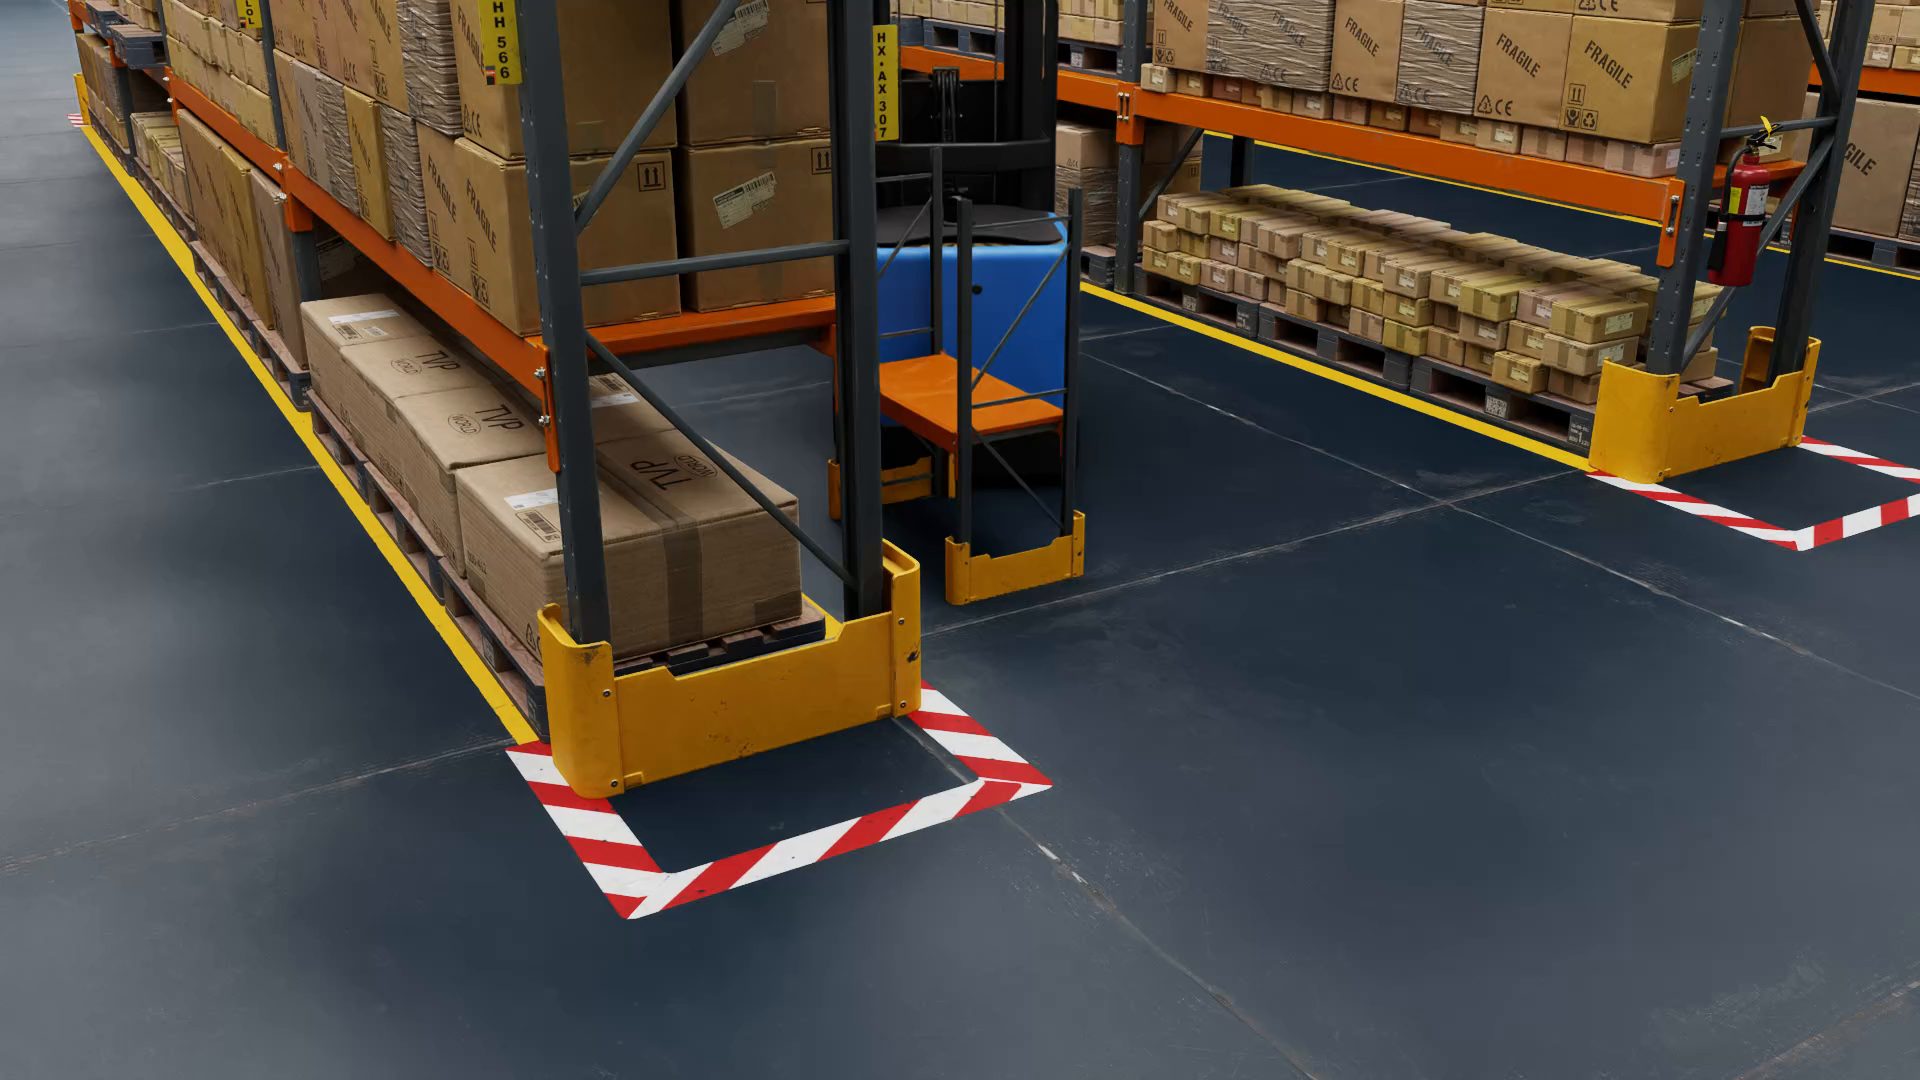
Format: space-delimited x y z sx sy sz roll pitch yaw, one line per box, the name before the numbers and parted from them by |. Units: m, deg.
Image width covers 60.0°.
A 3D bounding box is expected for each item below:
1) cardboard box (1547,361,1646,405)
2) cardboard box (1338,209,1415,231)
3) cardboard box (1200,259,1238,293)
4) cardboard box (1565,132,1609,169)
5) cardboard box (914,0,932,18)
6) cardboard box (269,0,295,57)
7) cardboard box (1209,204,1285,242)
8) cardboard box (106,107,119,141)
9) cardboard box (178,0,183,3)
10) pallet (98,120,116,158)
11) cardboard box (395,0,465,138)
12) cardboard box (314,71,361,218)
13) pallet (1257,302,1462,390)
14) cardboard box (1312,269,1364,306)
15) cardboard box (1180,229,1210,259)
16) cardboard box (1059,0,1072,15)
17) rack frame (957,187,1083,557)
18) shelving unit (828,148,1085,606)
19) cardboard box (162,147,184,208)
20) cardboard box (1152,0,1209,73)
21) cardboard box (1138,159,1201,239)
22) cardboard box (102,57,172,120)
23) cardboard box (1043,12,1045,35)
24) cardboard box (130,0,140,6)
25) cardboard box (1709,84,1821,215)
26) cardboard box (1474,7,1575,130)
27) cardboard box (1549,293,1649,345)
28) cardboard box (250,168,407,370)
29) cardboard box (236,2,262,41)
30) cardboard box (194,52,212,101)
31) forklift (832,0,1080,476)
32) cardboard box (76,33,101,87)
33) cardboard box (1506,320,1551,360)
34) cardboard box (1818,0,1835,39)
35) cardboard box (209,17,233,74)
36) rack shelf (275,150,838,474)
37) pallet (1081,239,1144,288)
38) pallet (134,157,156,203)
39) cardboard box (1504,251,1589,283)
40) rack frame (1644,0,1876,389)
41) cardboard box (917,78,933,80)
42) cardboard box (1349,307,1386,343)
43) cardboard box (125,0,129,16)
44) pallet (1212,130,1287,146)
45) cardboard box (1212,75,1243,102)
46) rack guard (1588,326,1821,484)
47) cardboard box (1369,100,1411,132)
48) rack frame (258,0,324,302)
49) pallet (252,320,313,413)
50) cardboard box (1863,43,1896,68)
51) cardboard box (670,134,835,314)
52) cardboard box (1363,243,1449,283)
cardboard box | 3.050 -0.777 7.967 0.380 0.149 0.250 -12 25 -27
cardboard box | 2.441 -1.829 9.765 0.380 0.149 0.250 -14 26 -31
cardboard box | 1.672 -1.605 10.005 0.380 0.149 0.250 -13 25 -28
cardboard box | 2.994 -1.795 7.578 0.380 0.149 0.250 -13 25 -28
cardboard box | -0.119 -3.996 12.434 0.380 0.149 0.250 -11 25 -26
cardboard box | -2.714 -2.392 7.251 0.500 0.500 0.500 -12 25 -28
cardboard box | 1.714 -1.893 9.923 0.380 0.149 0.250 -13 25 -29
cardboard box | -7.649 -3.903 15.525 0.500 0.250 0.500 -13 26 -30
cardboard box | -4.489 -3.522 10.032 0.500 0.500 0.500 -12 25 -28
pallet | -7.836 -3.987 16.339 1.003 0.211 1.213 -13 25 -28
cardboard box | -1.449 -1.571 5.233 0.500 0.500 0.500 -13 25 -28
cardboard box | -2.233 -1.601 6.634 0.500 0.500 0.500 -12 25 -28
pallet | 2.455 -1.170 9.409 1.003 0.211 1.213 -13 25 -28
cardboard box | 2.161 -1.404 9.115 0.380 0.149 0.250 -12 25 -28
cardboard box | 1.571 -1.836 10.177 0.380 0.149 0.250 -12 25 -28
cardboard box | 0.822 -3.540 10.919 0.380 0.149 0.250 -11 25 -26
rack frame | 0.213 -0.513 6.081 0.500 1.500 0.032 -12 25 -28
shelving unit | -0.037 -0.675 6.481 0.587 1.500 1.083 -12 25 -28
cardboard box | -5.456 -2.777 12.592 0.950 0.372 0.625 -13 26 -29
cardboard box | 1.491 -3.043 9.786 0.500 0.500 0.500 -13 26 -29
cardboard box | 1.305 -2.394 11.480 0.500 0.500 0.500 -12 25 -26
cardboard box | -7.369 -4.080 14.965 0.500 0.500 0.500 -13 25 -29
cardboard box | 0.695 -3.482 11.172 0.380 0.149 0.250 -14 26 -31
cardboard box | -5.537 -4.015 11.621 0.500 0.500 0.500 -13 26 -29
cardboard box | 6.039 -2.970 12.399 0.875 0.875 0.875 -13 25 -28
cardboard box | 2.788 -2.221 7.763 0.500 0.500 0.500 -13 26 -29
cardboard box | 3.010 -1.045 7.837 0.380 0.149 0.250 -12 25 -28
cardboard box | -3.135 -1.478 8.729 0.875 0.875 0.875 -12 25 -27
cardboard box | -3.193 -2.689 7.982 0.500 0.500 0.500 -12 25 -27
cardboard box | -4.218 -2.768 9.836 0.500 0.250 0.500 -12 25 -27
forklift | -0.101 -2.140 8.184 1.130 2.935 3.031 -2 22 -4
cardboard box | -8.692 -4.914 17.014 0.500 0.500 0.500 -14 26 -30
cardboard box | 2.896 -0.995 8.110 0.380 0.149 0.250 -13 26 -29
cardboard box | 6.035 -3.693 11.717 0.500 0.250 0.500 -13 25 -28
cardboard box | -3.715 -2.668 8.926 0.500 0.250 0.500 -12 25 -27
rack shelf | -1.728 -1.102 6.495 1.077 0.370 4.000 -13 25 -28
pallet | 1.056 -2.027 11.519 1.003 0.211 1.213 -13 25 -28
pallet | -6.437 -3.129 14.229 1.003 0.211 1.213 -13 25 -28
cardboard box | 3.062 -1.394 8.695 0.380 0.149 0.250 -14 26 -31
rack frame | 3.498 -1.773 7.189 1.000 3.000 0.127 -13 25 -28
cardboard box | -0.014 -3.575 13.390 0.500 0.250 0.500 -13 26 -29
cardboard box | 2.327 -1.183 8.967 0.380 0.149 0.250 -12 25 -27
cardboard box | -6.022 -4.003 12.452 0.380 0.149 0.250 -14 26 -30
pallet | 3.329 -4.245 16.975 1.003 0.211 1.213 -13 25 -28
cardboard box | 1.695 -2.651 9.684 0.380 0.149 0.250 -14 26 -31
rack guard | 3.459 -0.639 7.720 1.175 0.500 0.348 -13 25 -28
cardboard box | 2.357 -2.224 8.634 0.380 0.149 0.250 -12 25 -27
rack frame | -2.749 -2.083 7.952 1.000 3.000 0.127 -13 25 -28
pallet | -3.208 -1.026 9.056 1.003 0.211 1.213 -13 25 -28
cardboard box | 6.298 -3.293 11.264 0.380 0.149 0.250 -12 25 -28
cardboard box | -0.704 -1.045 5.266 0.500 0.500 0.500 -13 25 -29
cardboard box | 2.387 -1.475 8.896 0.380 0.149 0.250 -14 26 -30
